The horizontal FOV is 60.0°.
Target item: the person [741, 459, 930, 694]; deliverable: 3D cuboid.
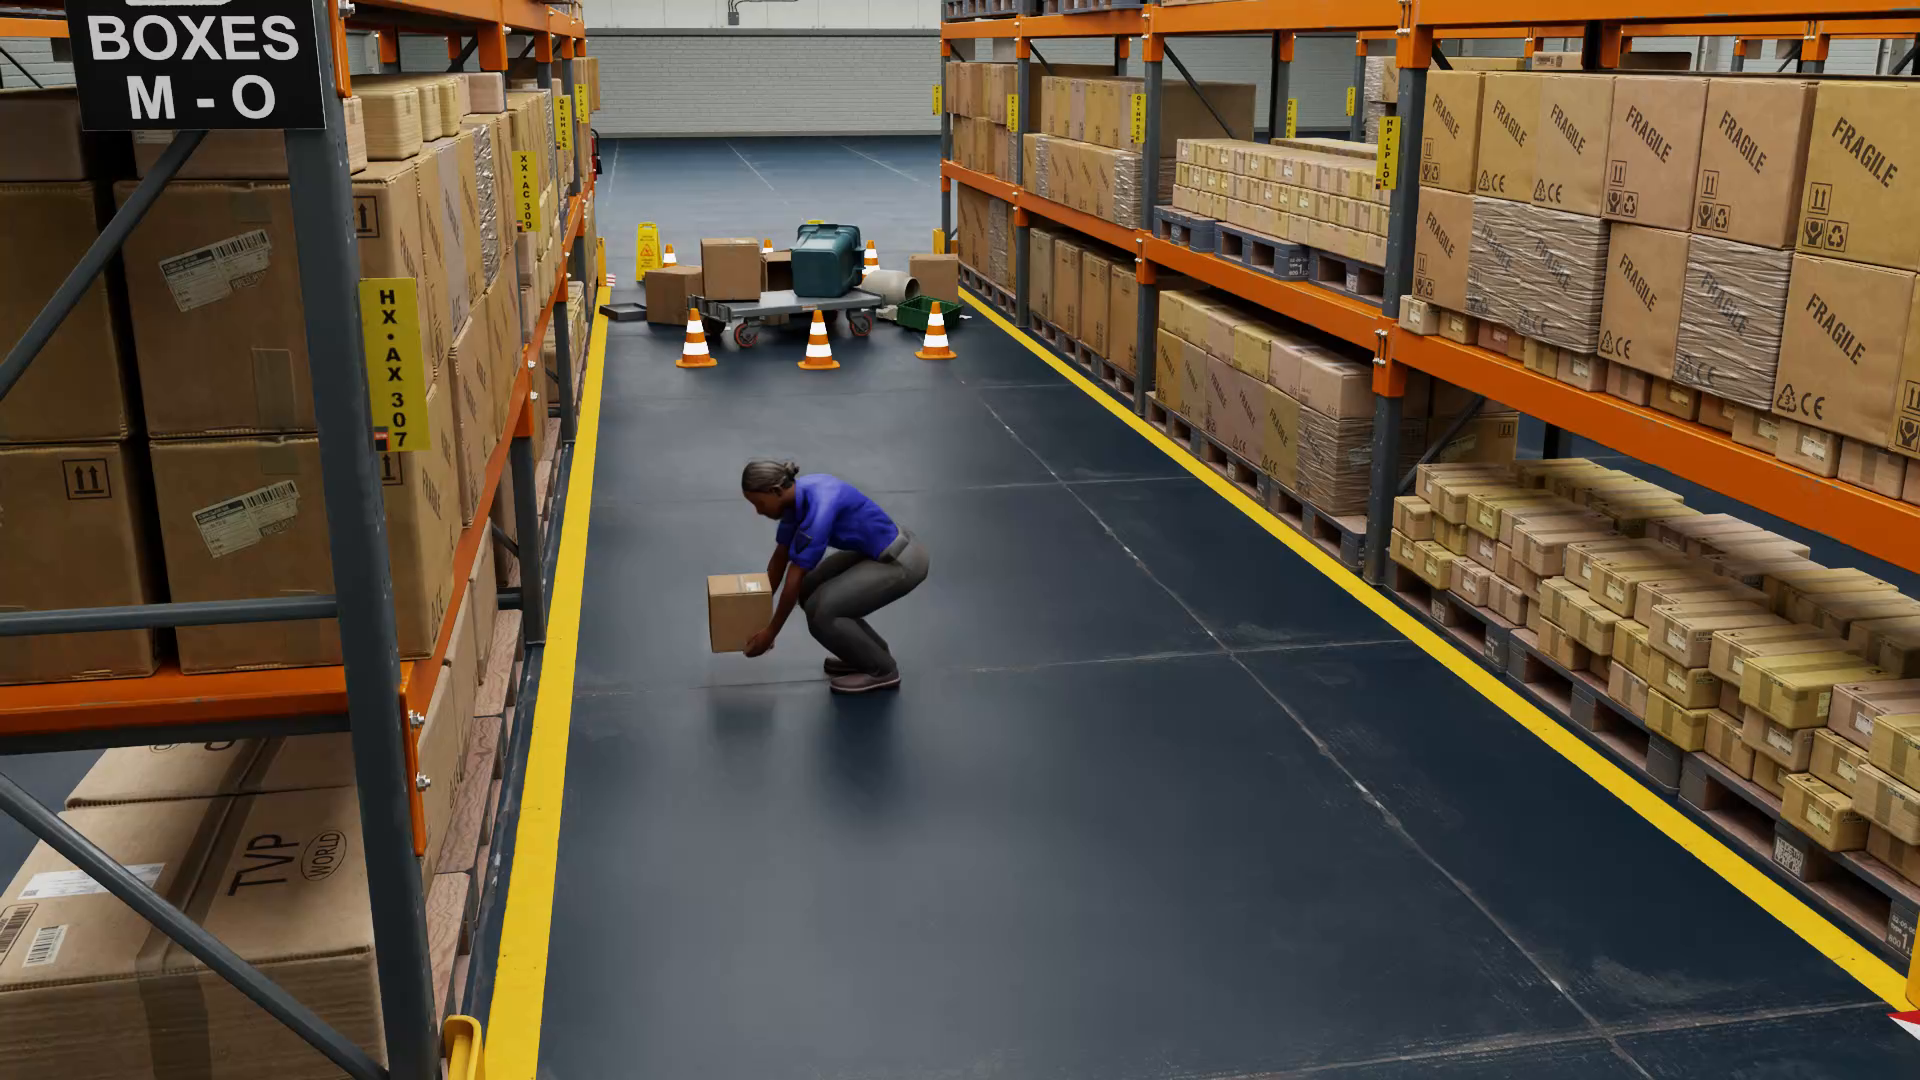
[{"bbox_3d":[-0.519,0.124,6.819,0.796,0.988,0.490,-3,17,-11],"label":"person"}]
